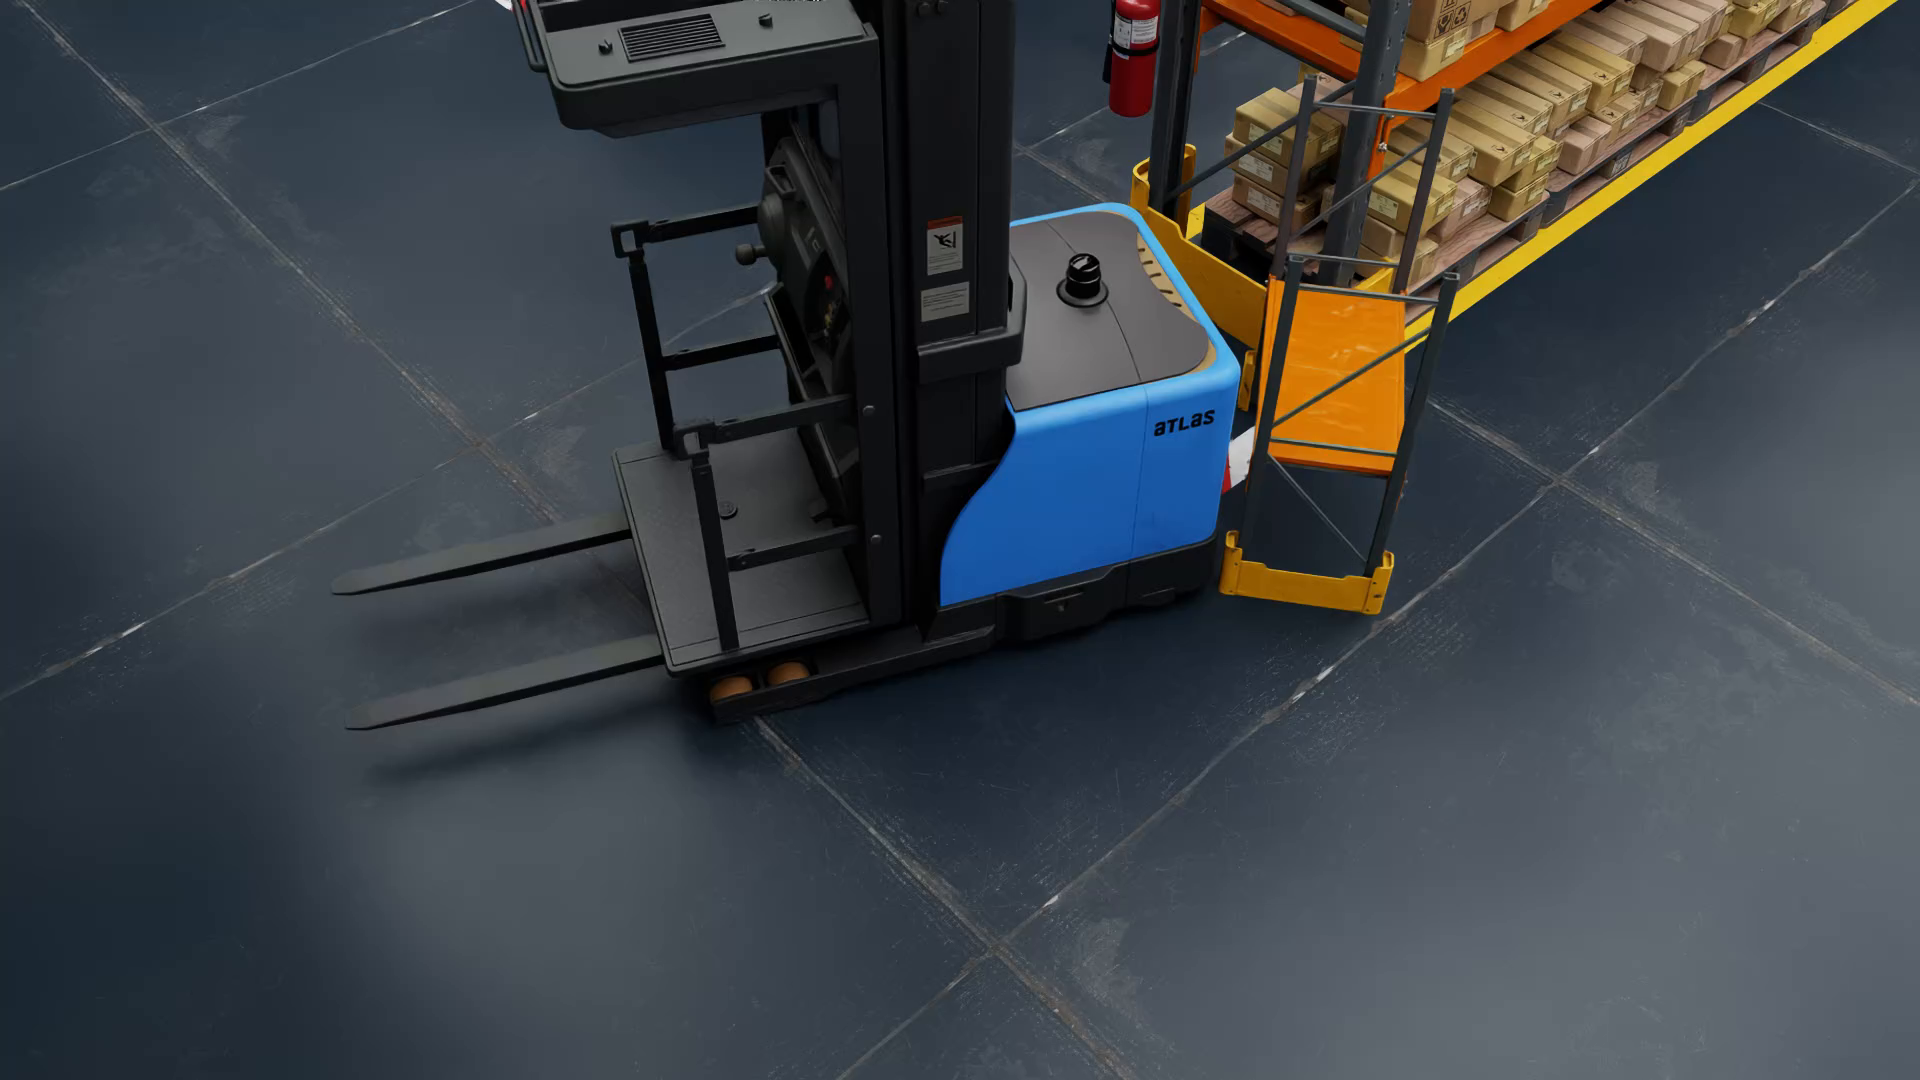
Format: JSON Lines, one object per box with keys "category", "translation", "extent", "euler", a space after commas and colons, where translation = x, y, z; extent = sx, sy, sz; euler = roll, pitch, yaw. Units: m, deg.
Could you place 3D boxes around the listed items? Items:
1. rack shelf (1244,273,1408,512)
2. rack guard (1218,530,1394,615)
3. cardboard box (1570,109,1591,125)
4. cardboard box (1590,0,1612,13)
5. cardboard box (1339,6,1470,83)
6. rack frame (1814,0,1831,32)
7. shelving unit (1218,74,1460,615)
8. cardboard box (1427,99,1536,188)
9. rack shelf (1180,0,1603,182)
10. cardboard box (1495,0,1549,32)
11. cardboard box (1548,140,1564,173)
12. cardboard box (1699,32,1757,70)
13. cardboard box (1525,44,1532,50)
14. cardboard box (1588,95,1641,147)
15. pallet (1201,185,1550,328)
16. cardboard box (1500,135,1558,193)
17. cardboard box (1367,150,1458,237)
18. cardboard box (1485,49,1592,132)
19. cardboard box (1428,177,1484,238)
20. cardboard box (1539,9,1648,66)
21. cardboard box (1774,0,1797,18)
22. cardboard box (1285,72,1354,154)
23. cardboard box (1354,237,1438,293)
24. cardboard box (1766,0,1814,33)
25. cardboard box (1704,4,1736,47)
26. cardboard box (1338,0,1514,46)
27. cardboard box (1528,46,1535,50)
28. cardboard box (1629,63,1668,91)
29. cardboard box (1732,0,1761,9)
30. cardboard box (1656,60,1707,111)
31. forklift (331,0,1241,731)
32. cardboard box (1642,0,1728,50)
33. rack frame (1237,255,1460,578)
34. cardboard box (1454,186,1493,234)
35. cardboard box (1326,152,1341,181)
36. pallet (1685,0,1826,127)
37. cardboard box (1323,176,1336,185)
{"category": "rack shelf", "translation": [1.329, -0.551, 5.982], "extent": [0.538, 0.185, 1.000], "euler": [8, 48, 7]}
{"category": "rack guard", "translation": [1.235, 0.117, 5.971], "extent": [0.587, 0.250, 0.087], "euler": [8, 48, 7]}
{"category": "cardboard box", "translation": [2.657, -2.040, 7.543], "extent": [0.250, 0.149, 0.380], "euler": [-31, 54, -25]}
{"category": "cardboard box", "translation": [2.938, -2.643, 8.099], "extent": [0.250, 0.149, 0.380], "euler": [-31, 55, -26]}
{"category": "cardboard box", "translation": [1.626, -1.860, 6.096], "extent": [0.250, 0.149, 0.380], "euler": [-34, 56, -27]}
{"category": "rack frame", "translation": [4.126, -3.941, 7.845], "extent": [0.127, 3.000, 1.000], "euler": [-34, 56, -27]}
{"category": "shelving unit", "translation": [1.327, -0.666, 5.844], "extent": [0.587, 1.500, 1.083], "euler": [8, 48, 7]}
{"category": "cardboard box", "translation": [2.178, -1.671, 7.000], "extent": [0.250, 0.149, 0.380], "euler": [-34, 56, -27]}
{"category": "rack shelf", "translation": [2.646, -2.708, 7.197], "extent": [4.000, 0.370, 1.077], "euler": [-34, 56, -27]}
{"category": "cardboard box", "translation": [2.022, -2.112, 6.329], "extent": [0.250, 0.149, 0.380], "euler": [-35, 56, -28]}
{"category": "cardboard box", "translation": [2.474, -1.769, 7.495], "extent": [0.250, 0.149, 0.380], "euler": [-34, 56, -27]}
{"category": "cardboard box", "translation": [3.664, -2.489, 8.159], "extent": [0.250, 0.149, 0.380], "euler": [-36, 57, -28]}
{"category": "cardboard box", "translation": [2.510, -2.445, 7.916], "extent": [0.250, 0.149, 0.380], "euler": [-33, 55, -27]}
{"category": "cardboard box", "translation": [2.905, -1.996, 7.705], "extent": [0.250, 0.149, 0.380], "euler": [-34, 56, -27]}
{"category": "pallet", "translation": [1.847, -1.437, 7.433], "extent": [1.213, 0.211, 1.003], "euler": [-34, 56, -27]}
{"category": "cardboard box", "translation": [2.352, -1.701, 7.230], "extent": [0.250, 0.149, 0.380], "euler": [-32, 55, -26]}
{"category": "cardboard box", "translation": [1.782, -1.415, 6.764], "extent": [0.250, 0.149, 0.380], "euler": [-36, 57, -29]}
{"category": "cardboard box", "translation": [2.517, -1.971, 7.277], "extent": [0.250, 0.149, 0.380], "euler": [-32, 55, -26]}
{"category": "cardboard box", "translation": [1.967, -1.464, 7.011], "extent": [0.250, 0.149, 0.380], "euler": [-34, 56, -27]}
{"category": "cardboard box", "translation": [2.865, -2.253, 7.537], "extent": [0.250, 0.149, 0.380], "euler": [-34, 56, -27]}
{"category": "cardboard box", "translation": [3.915, -2.748, 8.196], "extent": [0.380, 0.149, 0.250], "euler": [36, 57, 29]}
{"category": "cardboard box", "translation": [1.612, -1.833, 7.150], "extent": [0.250, 0.149, 0.380], "euler": [-33, 55, -26]}
{"category": "cardboard box", "translation": [1.769, -1.224, 6.992], "extent": [0.250, 0.149, 0.380], "euler": [-33, 55, -26]}
{"category": "cardboard box", "translation": [4.065, -2.737, 8.389], "extent": [0.250, 0.149, 0.380], "euler": [-33, 55, -27]}
{"category": "cardboard box", "translation": [3.477, -2.535, 8.000], "extent": [0.250, 0.149, 0.380], "euler": [-33, 55, -27]}
{"category": "cardboard box", "translation": [1.684, -2.170, 5.940], "extent": [0.500, 0.500, 0.500], "euler": [-31, 55, -26]}
{"category": "cardboard box", "translation": [2.708, -2.448, 8.121], "extent": [0.250, 0.149, 0.380], "euler": [-35, 56, -28]}
{"category": "cardboard box", "translation": [3.090, -2.277, 7.762], "extent": [0.380, 0.149, 0.250], "euler": [36, 57, 29]}
{"category": "cardboard box", "translation": [3.696, -2.726, 7.973], "extent": [0.250, 0.149, 0.380], "euler": [-34, 56, -27]}
{"category": "cardboard box", "translation": [3.299, -2.225, 7.917], "extent": [0.250, 0.149, 0.380], "euler": [-34, 56, -27]}
{"category": "forklift", "translation": [-0.656, -0.810, 5.003], "extent": [3.031, 2.935, 1.130], "euler": [-14, 49, -12]}
{"category": "cardboard box", "translation": [3.313, -2.456, 7.724], "extent": [0.380, 0.149, 0.250], "euler": [36, 57, 29]}
{"category": "rack frame", "translation": [1.235, -0.305, 5.511], "extent": [0.500, 1.500, 0.032], "euler": [8, 48, 7]}
{"category": "cardboard box", "translation": [2.087, -1.524, 7.269], "extent": [0.250, 0.149, 0.380], "euler": [-33, 55, -27]}
{"category": "cardboard box", "translation": [1.594, -1.756, 7.281], "extent": [0.250, 0.149, 0.380], "euler": [-35, 56, -28]}
{"category": "pallet", "translation": [3.653, -2.644, 8.546], "extent": [1.213, 0.211, 1.003], "euler": [-34, 56, -27]}
{"category": "cardboard box", "translation": [1.538, -1.695, 7.427], "extent": [0.250, 0.149, 0.380], "euler": [-32, 55, -26]}
